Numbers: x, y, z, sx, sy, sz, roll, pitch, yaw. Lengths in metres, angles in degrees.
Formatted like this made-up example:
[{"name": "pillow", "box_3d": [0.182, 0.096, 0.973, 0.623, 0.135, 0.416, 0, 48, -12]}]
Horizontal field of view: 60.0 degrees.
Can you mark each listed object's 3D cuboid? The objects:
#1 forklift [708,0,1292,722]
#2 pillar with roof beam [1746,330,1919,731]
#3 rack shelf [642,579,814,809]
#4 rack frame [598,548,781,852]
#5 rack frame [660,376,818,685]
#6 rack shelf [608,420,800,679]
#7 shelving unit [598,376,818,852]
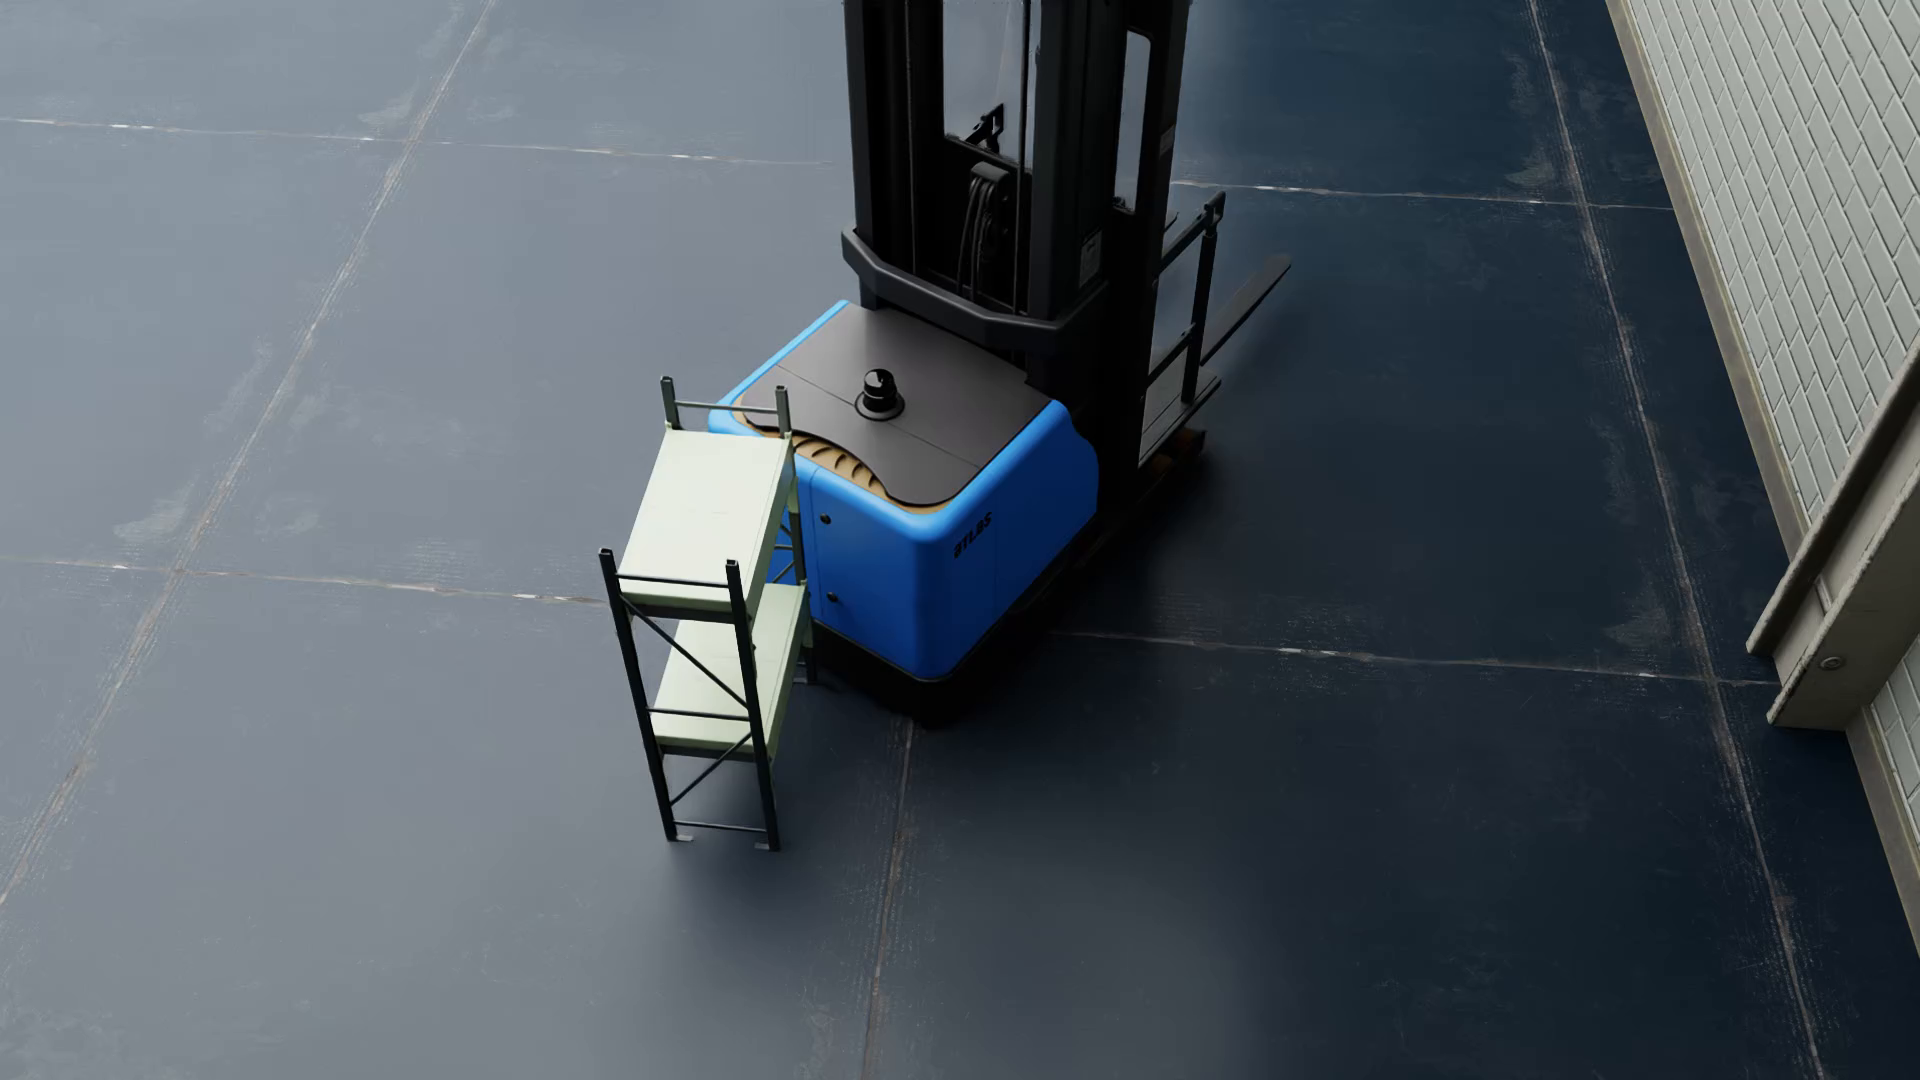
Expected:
[{"name": "forklift", "box_3d": [0.378, -1.377, 6.049, 1.130, 2.935, 3.031, 28, 53, 23]}, {"name": "pillar with roof beam", "box_3d": [-1.121, -2.777, 3.217, 9.100, 9.000, 0.400, 4, 48, 4]}, {"name": "rack shelf", "box_3d": [-0.782, 0.505, 5.740, 0.431, 0.370, 0.720, 5, 48, 5]}, {"name": "rack frame", "box_3d": [-0.826, 0.553, 5.254, 0.400, 1.500, 0.023, 5, 48, 5]}, {"name": "rack frame", "box_3d": [-0.739, 0.017, 5.744, 0.400, 1.500, 0.023, 5, 48, 5]}, {"name": "rack shelf", "box_3d": [-0.782, 0.021, 5.211, 0.431, 0.370, 0.720, 5, 48, 5]}, {"name": "shelving unit", "box_3d": [-0.782, 0.285, 5.499, 0.431, 1.500, 0.755, 5, 48, 5]}]
